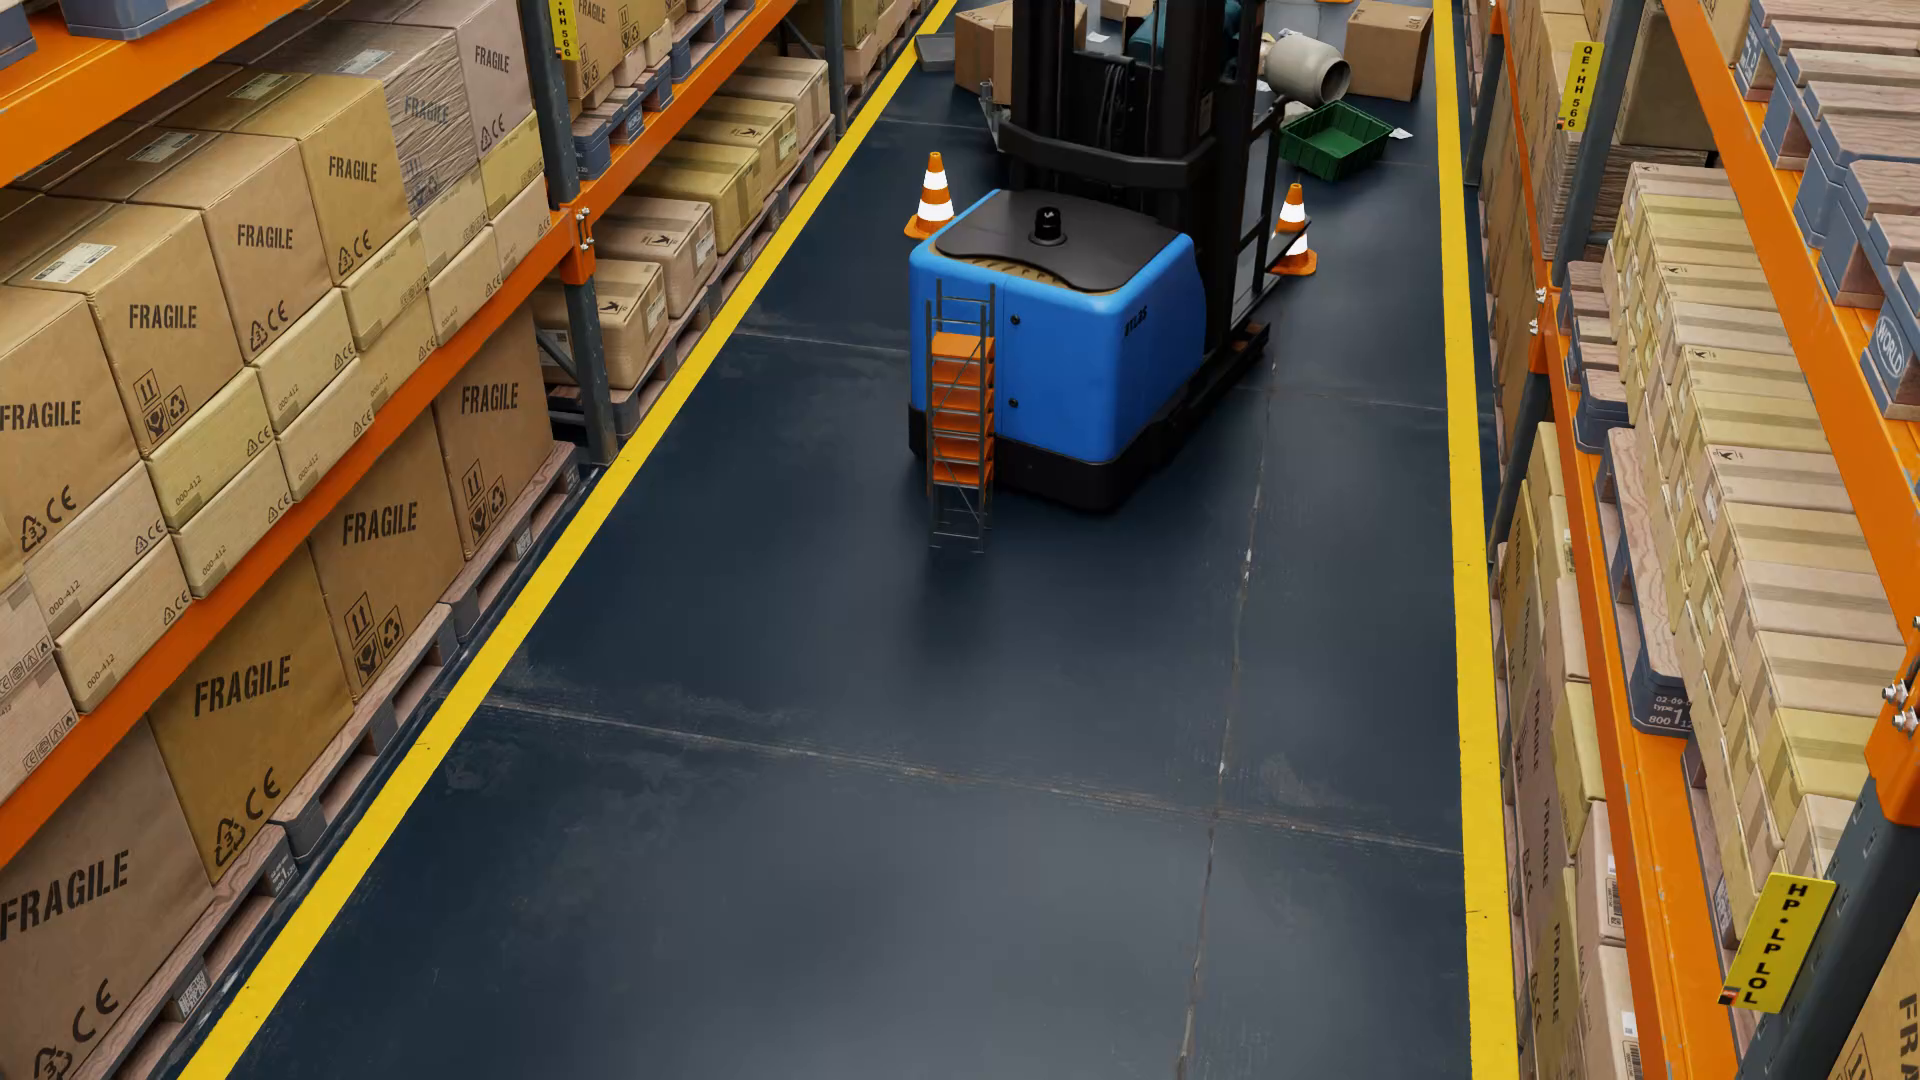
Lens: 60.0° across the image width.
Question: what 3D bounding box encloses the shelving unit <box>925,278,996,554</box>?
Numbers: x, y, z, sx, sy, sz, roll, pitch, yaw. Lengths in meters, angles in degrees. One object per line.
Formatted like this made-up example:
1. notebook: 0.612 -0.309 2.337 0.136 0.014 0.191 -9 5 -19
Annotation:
1. shelving unit: 0.003 -0.494 6.909 0.258 1.200 0.189 7 37 10

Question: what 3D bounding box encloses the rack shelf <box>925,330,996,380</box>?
1. rack shelf: 0.003 -0.750 6.724 0.258 0.103 0.180 7 37 10

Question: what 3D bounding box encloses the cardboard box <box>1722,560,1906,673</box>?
1. cardboard box: 1.967 0.196 3.773 0.380 0.149 0.250 7 37 10

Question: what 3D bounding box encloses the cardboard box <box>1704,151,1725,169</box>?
1. cardboard box: 3.116 -1.345 6.464 0.500 0.500 0.500 8 37 10

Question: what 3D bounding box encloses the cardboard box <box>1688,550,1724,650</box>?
1. cardboard box: 2.016 0.171 4.060 0.380 0.149 0.250 6 36 8

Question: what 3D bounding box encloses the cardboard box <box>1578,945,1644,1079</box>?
1. cardboard box: 1.814 1.292 4.044 0.500 0.250 0.500 6 36 9

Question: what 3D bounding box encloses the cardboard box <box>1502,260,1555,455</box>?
1. cardboard box: 2.974 -0.678 7.188 1.050 0.750 0.750 7 36 9

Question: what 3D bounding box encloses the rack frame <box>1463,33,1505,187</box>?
1. rack frame: 3.611 -3.374 9.349 1.000 3.000 0.127 7 37 10

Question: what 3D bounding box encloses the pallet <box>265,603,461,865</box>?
1. pallet: -2.606 0.626 6.207 1.003 0.211 1.213 7 37 10

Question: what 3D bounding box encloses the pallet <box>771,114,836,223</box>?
1. pallet: -1.411 -2.361 10.328 1.003 0.211 1.213 7 37 10

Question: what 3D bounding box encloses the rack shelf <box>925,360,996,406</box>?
1. rack shelf: 0.003 -0.652 6.795 0.258 0.103 0.180 7 37 10

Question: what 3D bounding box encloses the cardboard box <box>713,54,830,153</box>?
1. cardboard box: -1.356 -2.742 10.358 0.950 0.372 0.625 8 37 11

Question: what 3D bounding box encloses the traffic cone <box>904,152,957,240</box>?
1. traffic cone: -0.144 -2.023 9.647 0.336 0.463 0.334 7 37 10

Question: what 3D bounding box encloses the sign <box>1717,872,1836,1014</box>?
1. sign: 1.359 0.676 2.775 0.100 0.325 0.005 7 37 10

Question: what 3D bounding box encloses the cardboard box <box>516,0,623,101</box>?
1. cardboard box: -1.779 -2.203 7.037 0.500 0.500 0.500 6 36 9

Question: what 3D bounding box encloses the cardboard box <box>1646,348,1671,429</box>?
1. cardboard box: 2.240 -0.421 4.878 0.380 0.149 0.250 7 37 10

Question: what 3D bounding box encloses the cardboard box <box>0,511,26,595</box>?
1. cardboard box: -2.580 -0.012 3.773 0.500 0.500 0.500 8 37 11

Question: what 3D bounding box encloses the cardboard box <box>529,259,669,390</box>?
1. cardboard box: -1.970 -1.072 8.055 0.950 0.372 0.625 5 36 7

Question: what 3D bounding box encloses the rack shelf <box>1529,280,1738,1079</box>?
1. rack shelf: 2.329 0.357 4.814 1.077 0.370 4.000 7 37 10

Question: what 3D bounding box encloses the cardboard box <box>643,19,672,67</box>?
1. cardboard box: -1.574 -2.339 7.777 0.380 0.149 0.250 8 37 10

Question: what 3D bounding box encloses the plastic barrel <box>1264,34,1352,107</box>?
1. plastic barrel: 2.355 -3.174 11.268 0.421 0.421 0.512 -24 42 -30

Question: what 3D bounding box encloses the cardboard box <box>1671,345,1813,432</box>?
1. cardboard box: 2.189 -0.396 4.589 0.380 0.149 0.250 8 37 11

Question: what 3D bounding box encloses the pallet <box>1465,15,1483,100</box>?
1. pallet: 4.108 -3.373 11.724 1.003 0.211 1.213 7 37 10

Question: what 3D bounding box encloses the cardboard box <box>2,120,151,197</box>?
1. cardboard box: -2.778 -0.968 5.092 0.500 0.500 0.500 8 37 11

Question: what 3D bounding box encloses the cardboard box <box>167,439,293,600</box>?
1. cardboard box: -2.369 -0.097 4.956 0.500 0.250 0.500 7 37 10

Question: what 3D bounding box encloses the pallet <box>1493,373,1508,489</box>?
1. pallet: 2.998 -0.394 7.614 1.003 0.211 1.213 7 37 10

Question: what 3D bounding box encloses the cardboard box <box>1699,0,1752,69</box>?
1. cardboard box: 2.173 -1.467 4.077 0.500 0.500 0.500 7 37 10

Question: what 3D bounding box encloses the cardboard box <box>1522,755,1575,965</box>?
1. cardboard box: 2.038 1.011 5.071 0.500 0.500 0.500 7 36 9

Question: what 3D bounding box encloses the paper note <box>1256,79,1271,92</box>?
1. paper note: 2.113 -3.177 11.614 0.172 0.023 0.155 20 41 26

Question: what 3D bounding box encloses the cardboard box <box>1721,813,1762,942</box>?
1. cardboard box: 1.848 0.742 3.526 0.380 0.149 0.250 8 37 10

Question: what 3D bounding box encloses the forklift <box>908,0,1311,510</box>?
1. forklift: 0.936 -2.161 7.734 1.130 2.935 3.031 19 40 24

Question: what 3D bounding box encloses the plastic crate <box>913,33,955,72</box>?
1. plastic crate: -0.110 -3.552 12.082 0.402 0.080 0.583 -5 36 -6

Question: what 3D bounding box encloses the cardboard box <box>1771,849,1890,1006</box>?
1. cardboard box: 1.794 0.771 3.233 0.380 0.149 0.250 8 37 11

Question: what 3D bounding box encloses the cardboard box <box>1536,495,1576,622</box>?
1. cardboard box: 2.264 0.113 5.671 0.500 0.250 0.500 7 37 9

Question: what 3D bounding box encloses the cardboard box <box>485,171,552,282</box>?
1. cardboard box: -1.955 -1.260 6.561 0.500 0.250 0.500 6 36 8

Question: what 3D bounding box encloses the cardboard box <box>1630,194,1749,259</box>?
1. cardboard box: 2.414 -0.995 5.416 0.380 0.149 0.250 6 36 9

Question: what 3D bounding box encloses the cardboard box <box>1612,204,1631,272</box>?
1. cardboard box: 2.457 -1.018 5.701 0.380 0.149 0.250 9 37 12

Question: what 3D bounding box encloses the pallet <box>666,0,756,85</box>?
1. pallet: -1.718 -2.706 8.591 1.003 0.211 1.213 7 37 10

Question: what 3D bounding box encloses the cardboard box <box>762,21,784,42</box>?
1. cardboard box: -1.382 -3.670 11.104 0.500 0.500 0.500 7 36 9

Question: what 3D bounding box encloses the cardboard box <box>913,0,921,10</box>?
1. cardboard box: -0.527 -4.193 12.464 0.500 0.250 0.500 6 36 8

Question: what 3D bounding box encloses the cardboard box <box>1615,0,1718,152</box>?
1. cardboard box: 2.862 -1.782 6.216 0.700 0.500 0.500 7 37 10

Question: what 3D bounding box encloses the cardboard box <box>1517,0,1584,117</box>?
1. cardboard box: 2.910 -2.280 7.755 0.500 0.500 0.500 8 37 11

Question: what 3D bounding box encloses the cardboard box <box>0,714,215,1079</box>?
1. cardboard box: -2.901 0.975 4.802 0.875 0.875 0.875 8 37 11

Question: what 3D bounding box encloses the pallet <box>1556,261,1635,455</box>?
1. pallet: 2.708 -0.581 5.659 1.213 0.211 1.003 7 37 10

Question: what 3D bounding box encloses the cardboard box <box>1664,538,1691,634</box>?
1. cardboard box: 2.069 0.144 4.351 0.380 0.149 0.250 9 37 12

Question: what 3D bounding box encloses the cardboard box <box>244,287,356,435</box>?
1. cardboard box: -2.262 -0.587 5.206 0.500 0.250 0.500 6 36 9

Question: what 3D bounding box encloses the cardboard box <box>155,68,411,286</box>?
1. cardboard box: -2.170 -1.180 5.385 0.500 0.500 0.500 7 37 10

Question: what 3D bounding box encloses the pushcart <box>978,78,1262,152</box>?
1. pushcart: 0.991 -2.618 10.540 1.648 0.377 0.936 -5 36 -6

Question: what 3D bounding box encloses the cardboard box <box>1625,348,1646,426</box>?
1. cardboard box: 2.293 -0.455 5.177 0.380 0.149 0.250 9 37 12

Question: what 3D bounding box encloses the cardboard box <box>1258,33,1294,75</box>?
1. cardboard box: 2.179 -3.483 11.830 0.396 0.266 0.258 14 38 18
